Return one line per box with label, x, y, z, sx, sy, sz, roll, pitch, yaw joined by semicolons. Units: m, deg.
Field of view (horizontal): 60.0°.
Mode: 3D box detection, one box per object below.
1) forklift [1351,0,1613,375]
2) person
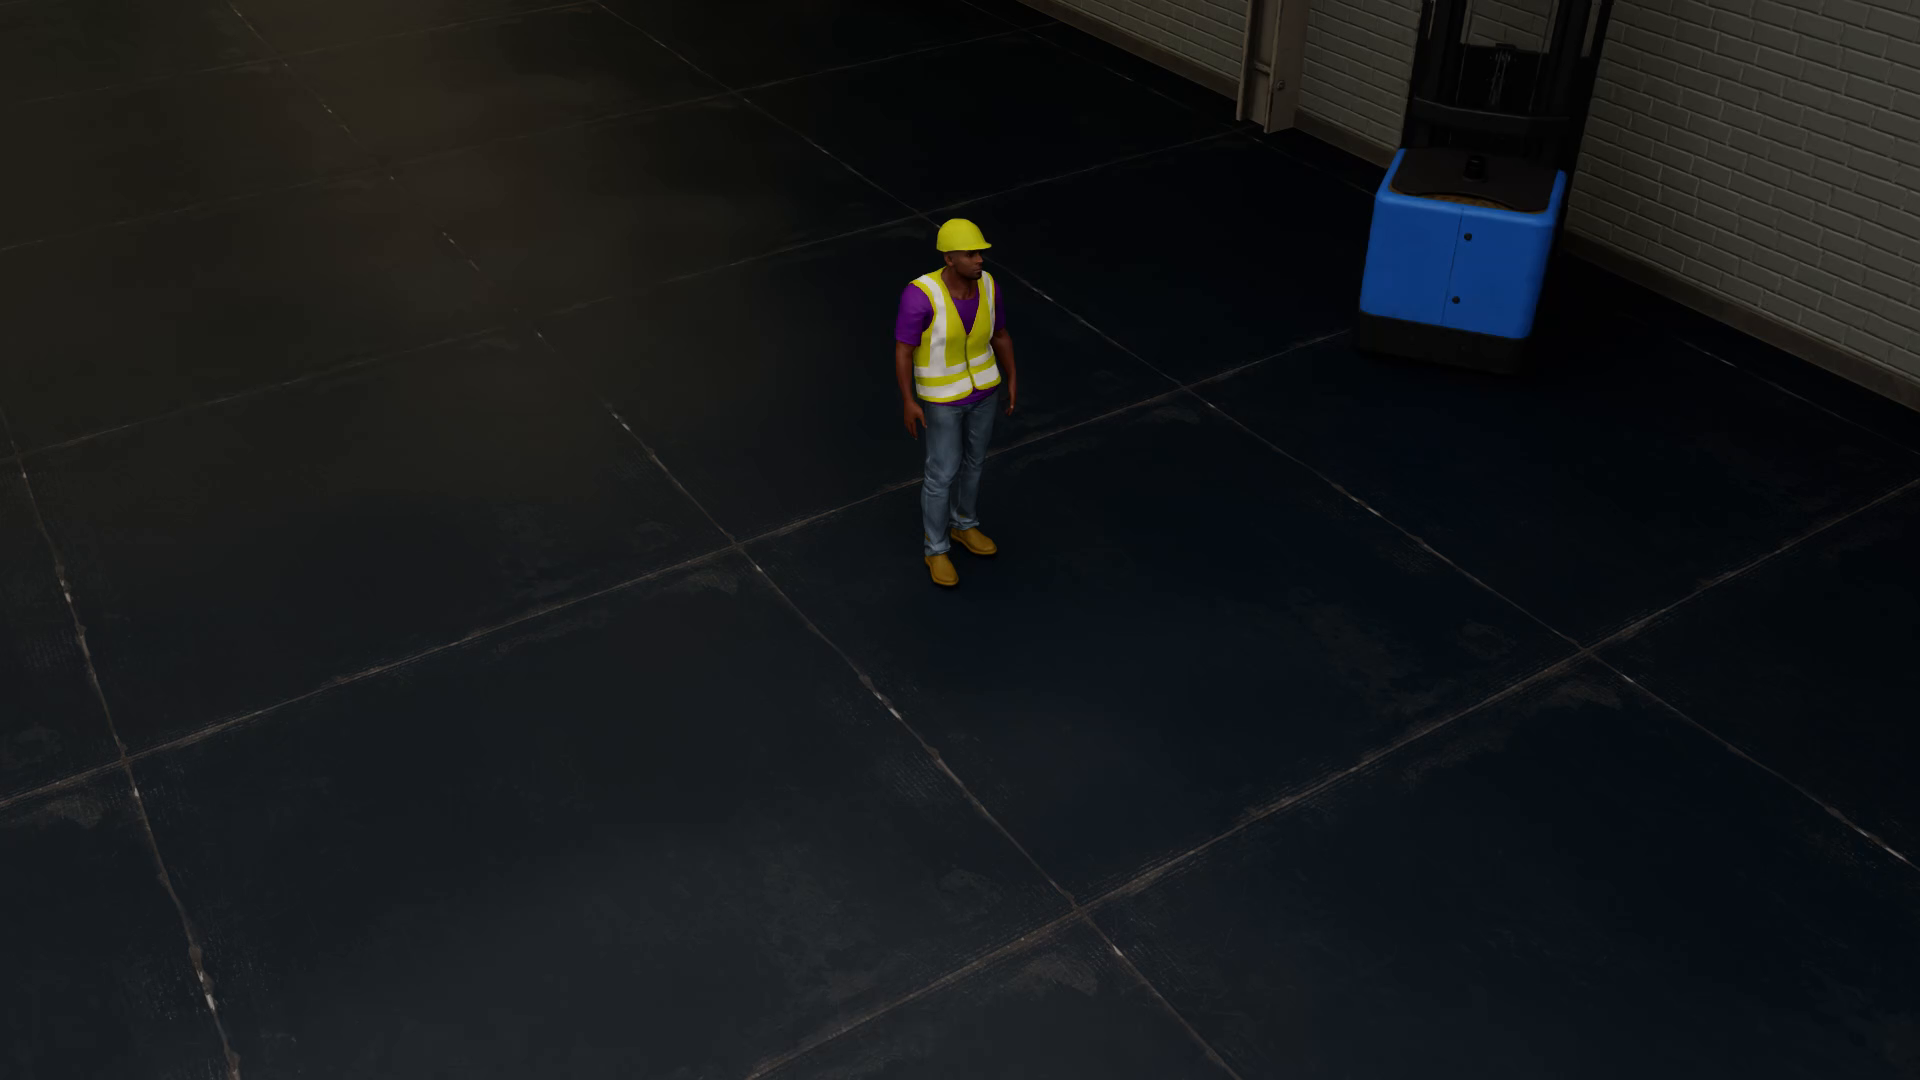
forklift;3.449;-3.029;10.458;1.130;2.935;3.031;13;37;18
person;0.032;-0.693;8.135;0.665;1.765;0.577;-21;40;-27
